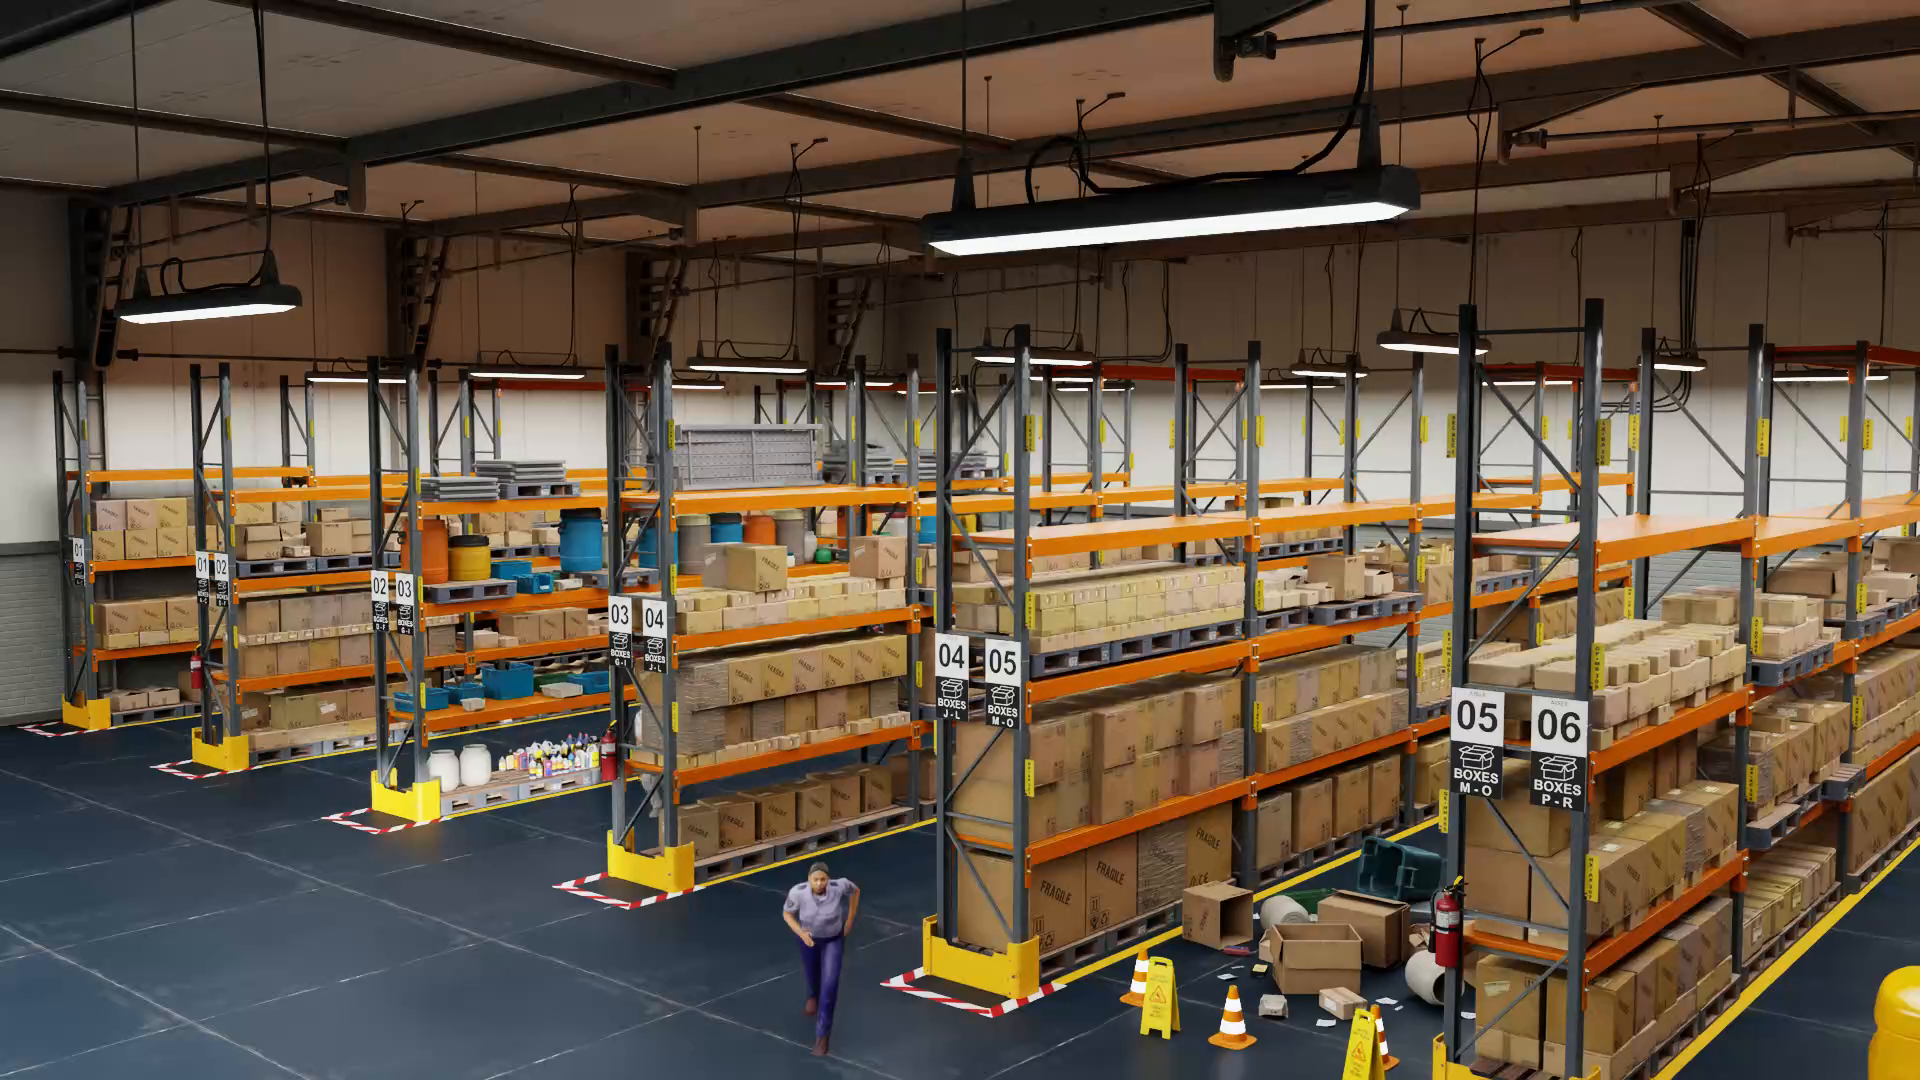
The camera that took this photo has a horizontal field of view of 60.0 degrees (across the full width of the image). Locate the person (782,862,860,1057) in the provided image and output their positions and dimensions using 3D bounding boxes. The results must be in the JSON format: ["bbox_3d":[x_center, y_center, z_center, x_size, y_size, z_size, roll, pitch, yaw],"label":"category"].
[{"bbox_3d":[-1.165,3.400,13.933,0.644,1.623,0.976,-1,4,-7],"label":"person"}]

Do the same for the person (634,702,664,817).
[{"bbox_3d":[-3.992,2.806,21.832,0.572,1.609,0.739,2,4,23],"label":"person"}]
